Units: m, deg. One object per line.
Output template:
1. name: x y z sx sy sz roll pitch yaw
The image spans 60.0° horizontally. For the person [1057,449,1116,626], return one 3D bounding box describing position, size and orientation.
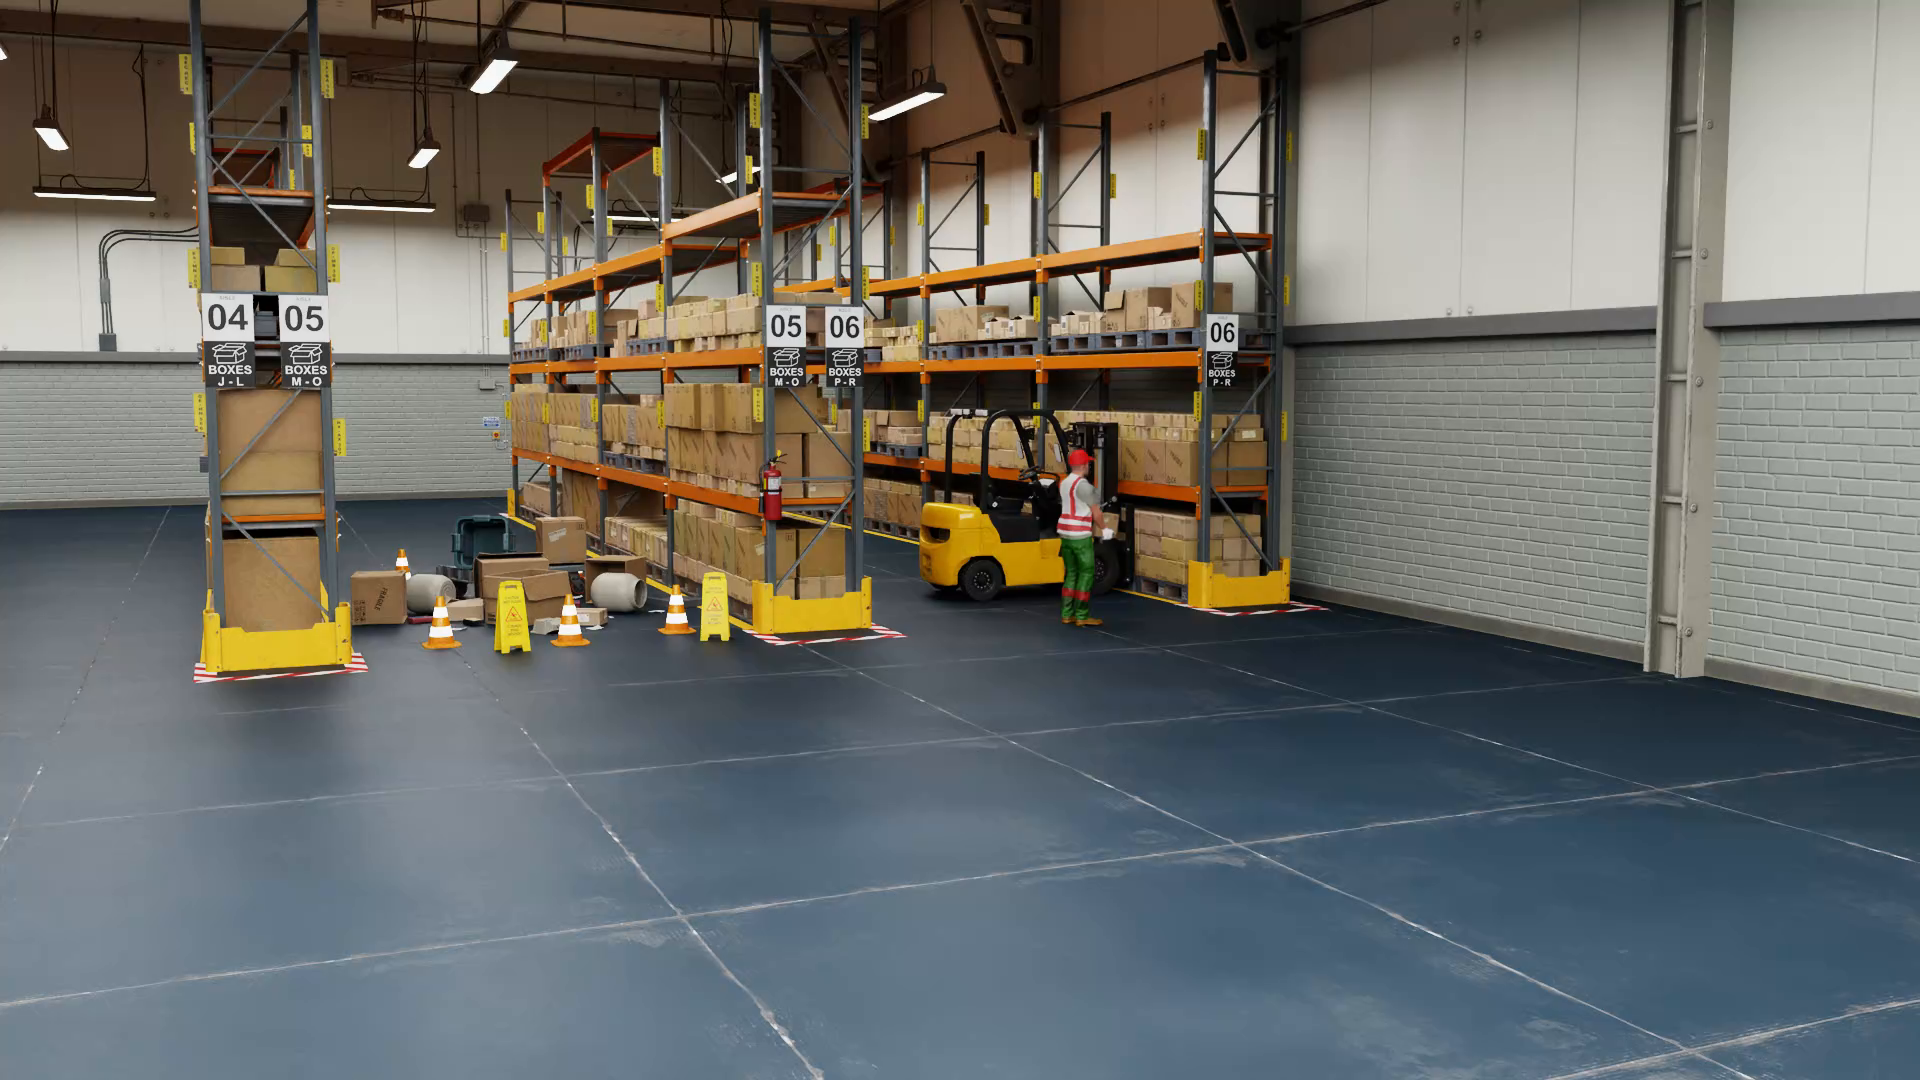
1. person: 1.273 -0.033 16.939 0.559 1.784 0.495 -2 6 -25
